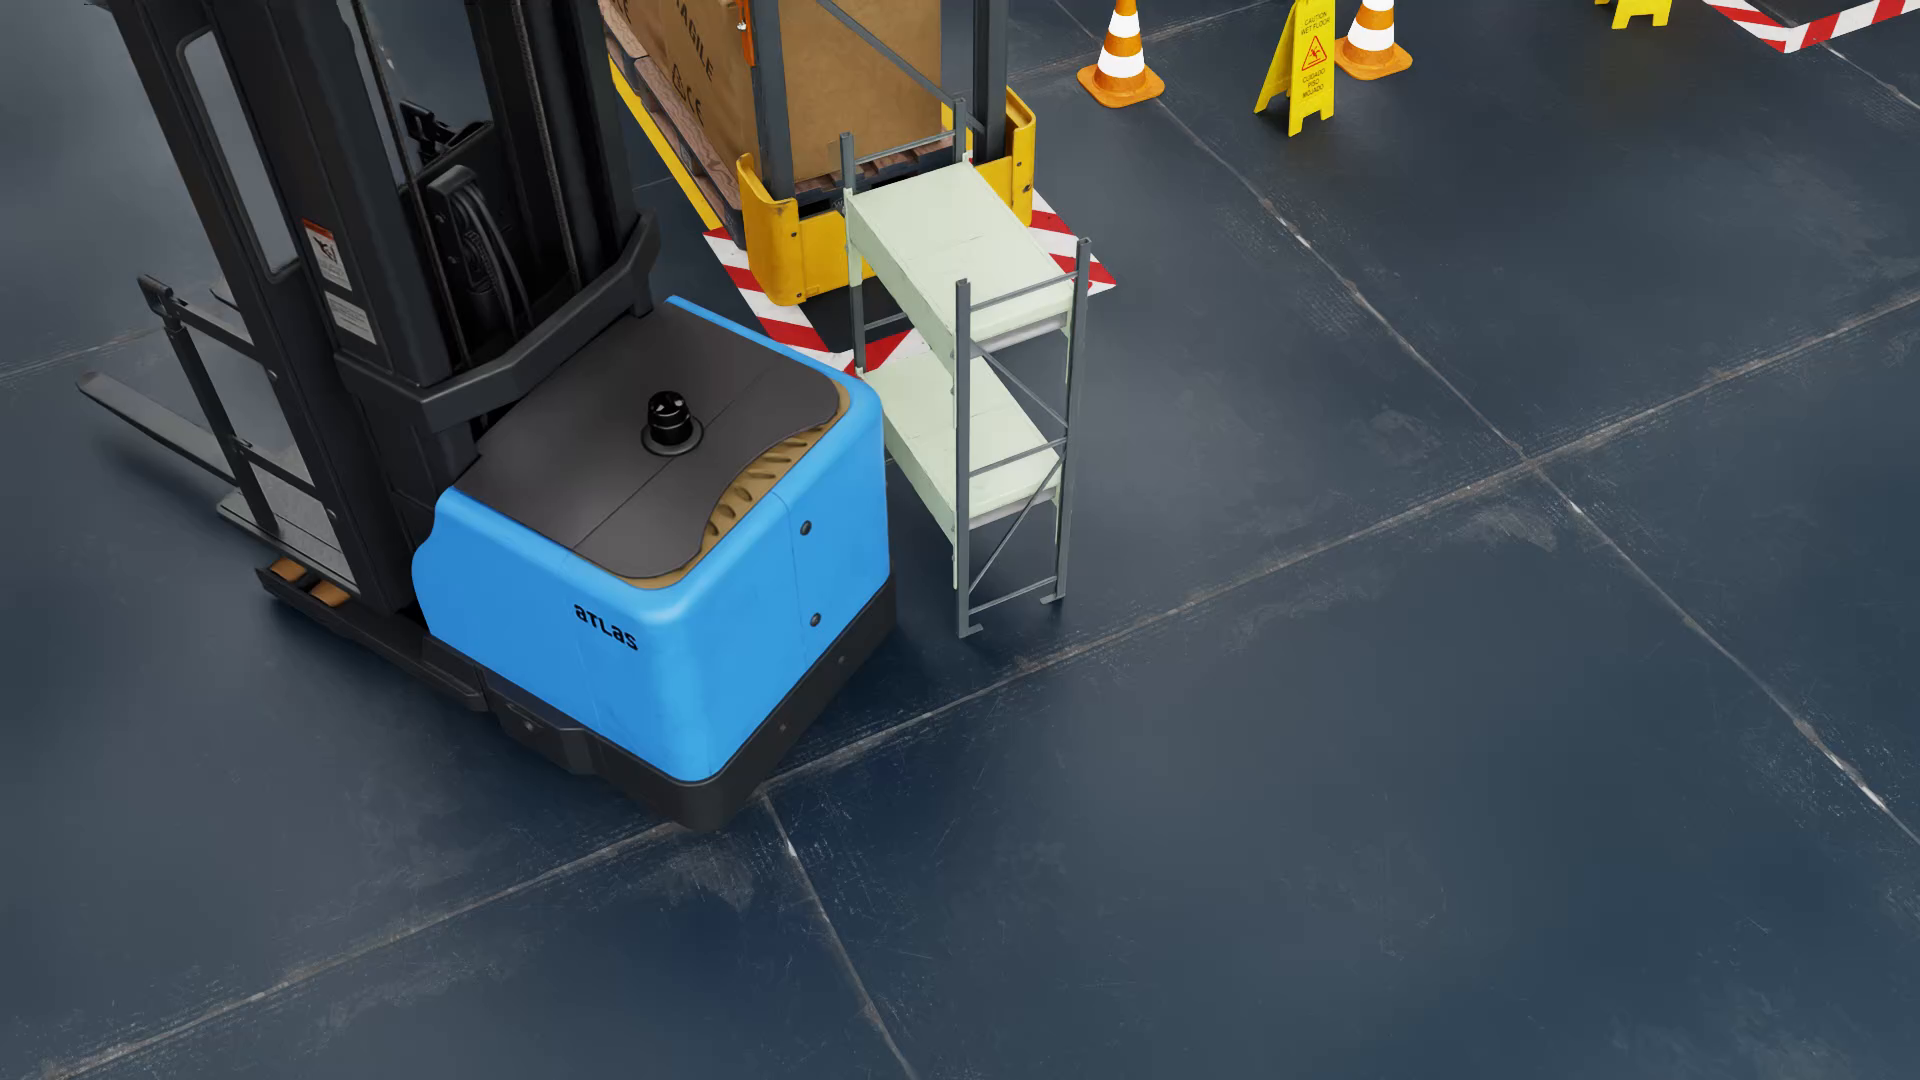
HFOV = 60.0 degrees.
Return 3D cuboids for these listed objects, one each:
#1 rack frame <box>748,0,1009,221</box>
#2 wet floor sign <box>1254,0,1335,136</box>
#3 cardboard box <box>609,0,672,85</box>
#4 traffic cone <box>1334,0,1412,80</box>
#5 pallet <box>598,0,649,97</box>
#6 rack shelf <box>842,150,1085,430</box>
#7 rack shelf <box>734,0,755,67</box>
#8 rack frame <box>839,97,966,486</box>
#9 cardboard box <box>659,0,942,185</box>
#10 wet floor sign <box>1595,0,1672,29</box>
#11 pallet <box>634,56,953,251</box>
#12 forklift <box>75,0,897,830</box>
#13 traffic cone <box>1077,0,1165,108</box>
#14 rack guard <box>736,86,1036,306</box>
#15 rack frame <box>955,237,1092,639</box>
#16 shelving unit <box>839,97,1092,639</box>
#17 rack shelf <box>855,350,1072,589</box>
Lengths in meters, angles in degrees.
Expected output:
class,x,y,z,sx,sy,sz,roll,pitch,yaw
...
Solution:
class,x,y,z,sx,sy,sz,roll,pitch,yaw
rack frame,-0.289,-2.224,5.702,1.000,3.000,0.127,-21,52,-18
wet floor sign,1.485,-2.111,7.168,0.267,0.644,0.232,-30,55,-23
cardboard box,-1.062,-2.682,7.235,0.875,0.875,0.875,-22,52,-18
traffic cone,1.891,-2.395,7.537,0.336,0.463,0.334,-21,52,-18
pallet,-1.279,-2.629,7.909,1.003,0.211,1.213,-21,52,-18
rack shelf,0.003,-0.746,4.888,0.431,0.370,0.720,-21,52,-18
rack shelf,-1.204,-3.325,7.143,1.077,0.370,4.000,-21,52,-18
rack frame,-0.164,-0.734,5.396,0.400,1.500,0.023,-21,52,-18
cardboard box,-0.658,-2.093,6.721,0.875,0.875,0.875,-21,52,-17
wet floor sign,3.202,-2.725,7.705,0.267,0.644,0.232,-5,49,-5
pallet,-0.724,-1.814,7.196,1.003,0.211,1.213,-21,52,-18
forklift,-1.721,-0.981,4.661,3.031,2.935,1.130,26,54,21
traffic cone,0.731,-2.233,7.396,0.336,0.463,0.334,-21,52,-18
rack guard,-0.278,-1.385,6.629,1.175,0.500,0.348,-21,52,-18
rack frame,0.171,-0.244,4.967,0.400,1.500,0.023,-21,52,-18
shelving unit,0.003,-0.489,5.182,0.431,1.500,0.755,-21,52,-18
rack shelf,0.003,-0.275,5.427,0.431,0.370,0.720,-21,52,-18
